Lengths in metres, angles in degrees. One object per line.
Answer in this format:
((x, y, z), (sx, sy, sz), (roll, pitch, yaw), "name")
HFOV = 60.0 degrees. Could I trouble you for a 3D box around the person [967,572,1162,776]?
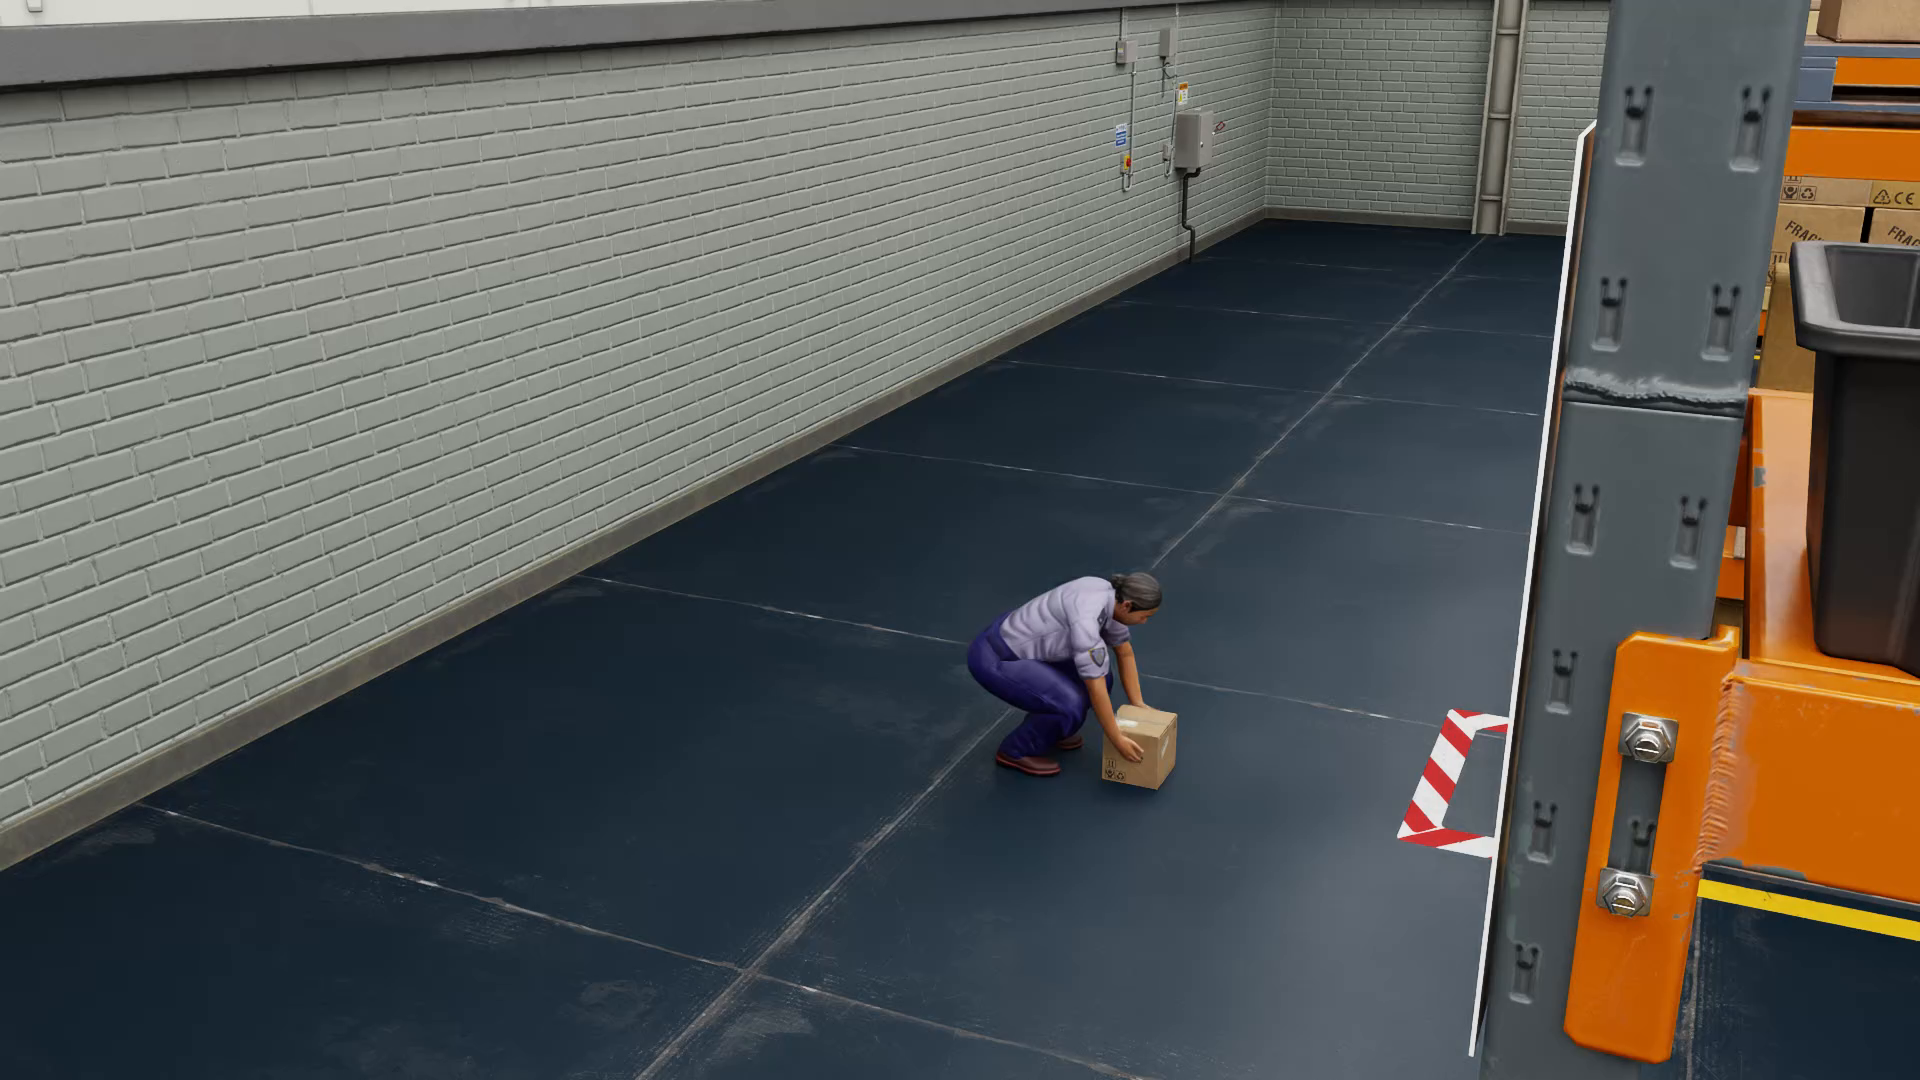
((0.457, 0.538, 7.188), (0.822, 0.902, 0.526), (8, 21, 23), "person")
